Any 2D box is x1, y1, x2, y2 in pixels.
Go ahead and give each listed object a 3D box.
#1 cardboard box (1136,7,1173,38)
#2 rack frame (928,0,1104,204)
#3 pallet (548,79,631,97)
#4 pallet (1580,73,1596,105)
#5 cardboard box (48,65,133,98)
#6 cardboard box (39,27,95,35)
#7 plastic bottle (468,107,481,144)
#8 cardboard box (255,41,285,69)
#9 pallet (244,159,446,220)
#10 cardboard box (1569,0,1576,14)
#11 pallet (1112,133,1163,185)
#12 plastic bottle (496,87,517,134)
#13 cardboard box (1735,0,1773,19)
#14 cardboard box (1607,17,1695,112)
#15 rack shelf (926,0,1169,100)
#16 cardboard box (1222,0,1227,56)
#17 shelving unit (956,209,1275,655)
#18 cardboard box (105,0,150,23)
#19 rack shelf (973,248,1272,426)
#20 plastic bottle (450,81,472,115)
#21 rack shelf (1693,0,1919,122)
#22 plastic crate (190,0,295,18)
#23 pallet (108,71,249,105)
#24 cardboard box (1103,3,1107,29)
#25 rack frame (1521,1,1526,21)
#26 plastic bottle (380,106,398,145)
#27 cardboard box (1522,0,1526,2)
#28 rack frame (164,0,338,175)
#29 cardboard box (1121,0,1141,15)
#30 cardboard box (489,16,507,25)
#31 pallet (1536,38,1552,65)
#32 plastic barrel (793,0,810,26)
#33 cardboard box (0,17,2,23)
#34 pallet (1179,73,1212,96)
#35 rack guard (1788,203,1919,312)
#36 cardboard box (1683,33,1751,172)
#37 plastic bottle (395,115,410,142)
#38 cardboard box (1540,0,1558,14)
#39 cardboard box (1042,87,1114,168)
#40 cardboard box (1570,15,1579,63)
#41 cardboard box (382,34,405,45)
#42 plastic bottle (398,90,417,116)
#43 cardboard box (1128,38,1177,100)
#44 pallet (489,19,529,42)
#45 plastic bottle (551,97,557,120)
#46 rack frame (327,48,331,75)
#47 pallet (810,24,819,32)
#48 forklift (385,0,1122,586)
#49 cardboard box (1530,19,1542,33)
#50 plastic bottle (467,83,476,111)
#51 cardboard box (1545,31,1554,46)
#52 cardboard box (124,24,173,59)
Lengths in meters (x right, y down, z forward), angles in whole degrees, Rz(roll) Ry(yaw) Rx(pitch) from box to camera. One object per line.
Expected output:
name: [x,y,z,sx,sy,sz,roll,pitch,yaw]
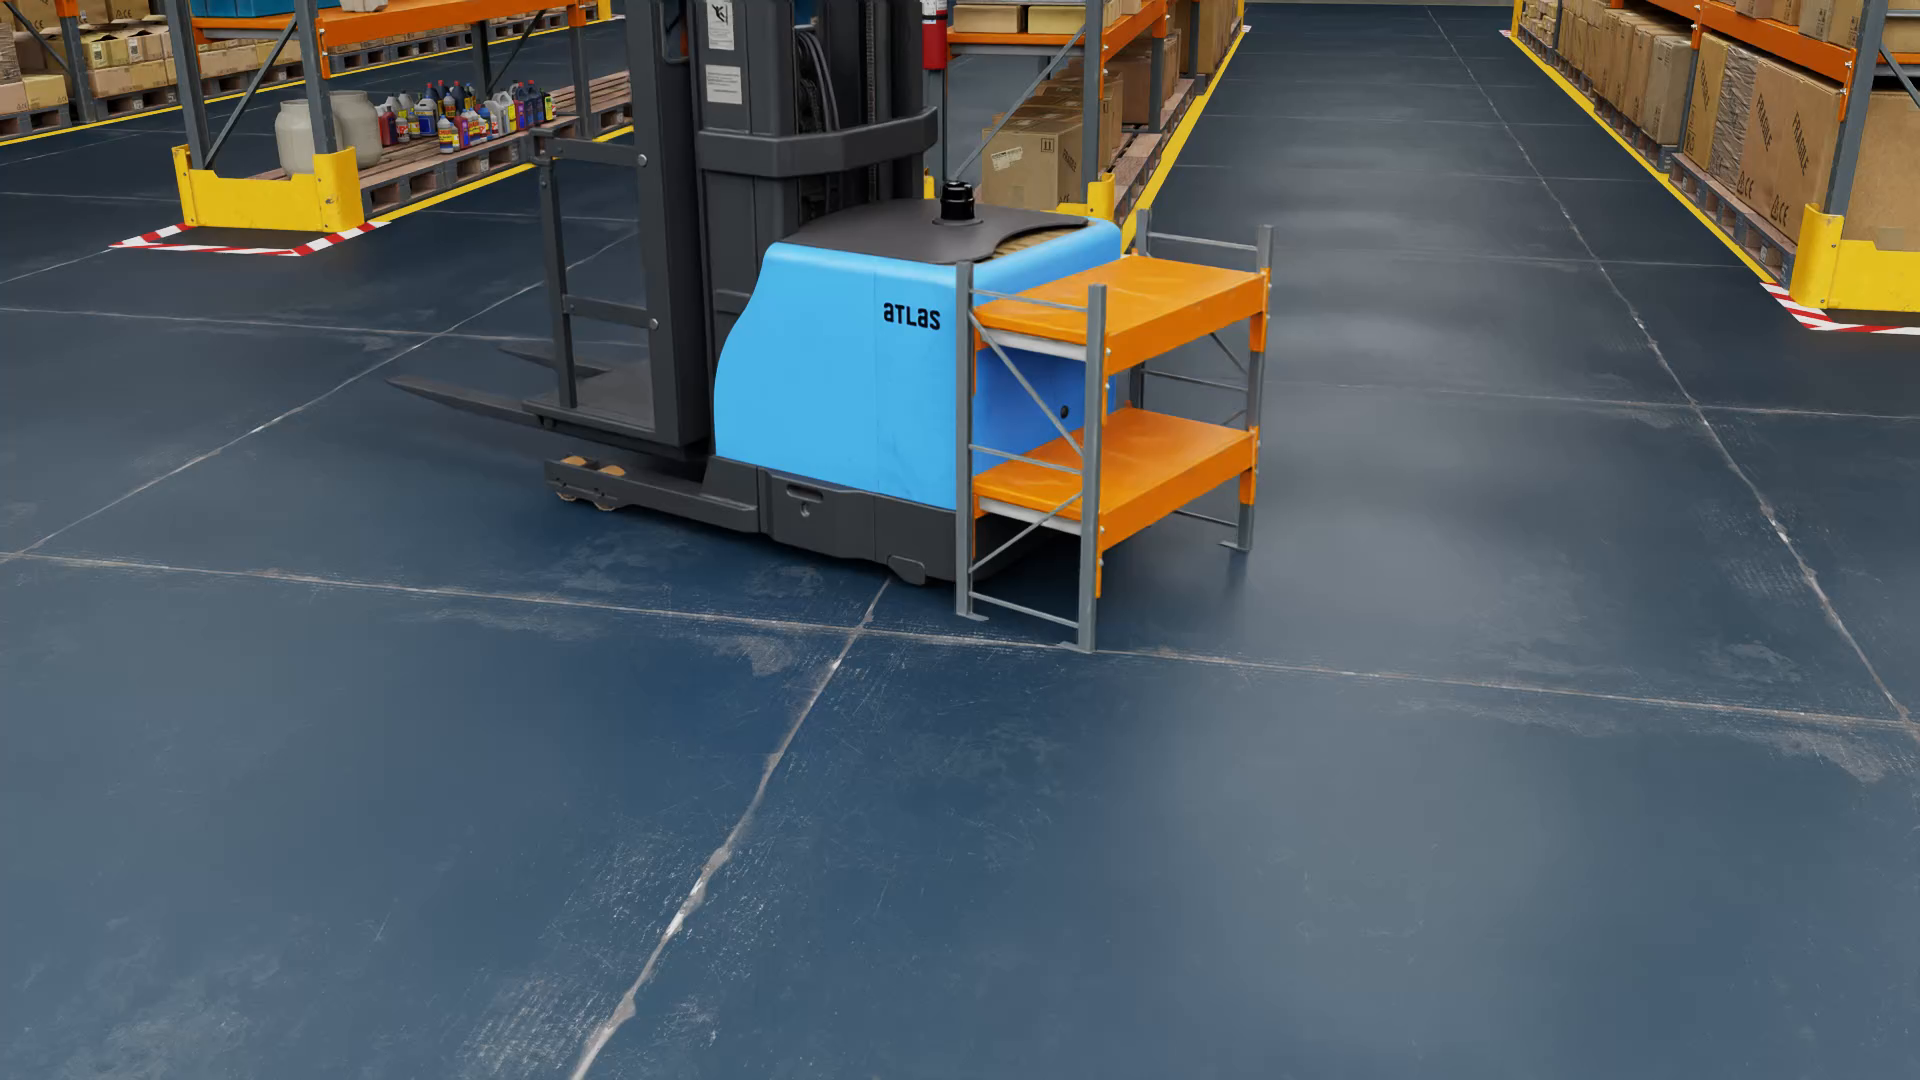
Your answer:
cardboard box: [1.742,-4.963,15.916,0.500,0.250,0.500,7,23,17]
rack frame: [0.316,-3.087,9.504,1.000,3.000,0.127,4,22,11]
pallet: [-3.348,-4.372,16.426,1.003,0.211,1.213,4,22,11]
pallet: [6.944,-4.590,16.968,1.003,0.211,1.213,4,22,11]
cardboard box: [-8.241,-4.355,15.769,0.500,0.250,0.500,4,22,10]
cardboard box: [-8.663,-4.847,16.241,0.500,0.311,0.500,5,22,12]
plastic bottle: [-3.768,-3.205,12.858,0.097,0.271,0.097,0,22,0]
cardboard box: [-7.719,-5.289,18.090,0.500,0.250,0.500,4,22,10]
pallet: [-4.393,-2.499,11.777,1.003,0.211,1.213,4,22,11]
cardboard box: [7.083,-5.999,18.514,0.500,0.250,0.500,5,22,12]
pallet: [1.029,-3.008,13.041,1.003,0.211,1.213,4,22,11]
plastic bottle: [-3.671,-3.457,13.379,0.144,0.351,0.185,4,22,11]
cardboard box: [5.588,-3.677,10.769,0.875,0.550,0.550,4,22,11]
cardboard box: [6.396,-4.213,14.749,1.050,0.750,0.750,5,22,12]
rack shelf: [0.724,-3.485,11.454,1.077,0.370,4.000,4,22,11]
cardboard box: [2.472,-6.123,19.323,1.225,0.875,0.875,4,22,9]
shelving unit: [0.501,-0.387,5.310,0.538,1.125,1.048,16,27,34]
cardboard box: [-11.789,-7.559,22.922,0.750,0.750,0.750,5,22,12]
rack shelf: [0.501,-0.659,5.201,0.538,0.278,1.000,16,27,34]
plastic bottle: [-4.147,-3.628,13.805,0.144,0.351,0.185,4,22,11]
rack shelf: [5.559,-3.070,10.424,1.077,0.370,4.000,4,22,11]
plastic crate: [-4.724,-3.602,10.980,0.499,0.251,0.616,4,22,11]
pallet: [-8.207,-4.733,17.323,1.003,0.211,1.213,4,22,11]
cardboard box: [0.677,-3.147,9.988,0.380,0.149,0.250,4,22,11]
rack frame: [8.415,-8.524,23.003,1.000,3.000,0.127,4,22,11]
plastic bottle: [-4.405,-3.196,12.821,0.061,0.283,0.133,4,22,11]
cardboard box: [7.976,-7.506,22.934,0.380,0.149,0.250,3,22,8]
rack frame: [-4.533,-3.465,10.441,1.000,3.000,0.127,4,22,11]
cardboard box: [1.008,-3.598,11.108,0.380,0.149,0.250,4,22,11]
cardboard box: [-6.636,-7.326,23.040,0.500,0.311,0.500,4,22,11]
pallet: [7.702,-6.016,20.508,1.003,0.211,1.213,4,22,11]
plastic barrel: [-2.212,-6.877,21.161,0.600,0.901,0.708,4,22,11]
cardboard box: [-8.967,-4.428,14.948,0.500,0.500,0.500,4,22,11]
pallet: [2.183,-5.002,17.991,1.003,0.211,1.213,4,22,11]
rack guard: [5.146,-1.504,8.918,1.175,0.500,0.348,4,22,11]
cardboard box: [5.770,-3.120,11.866,0.875,0.875,0.875,5,22,12]
plastic bottle: [-4.355,-3.214,12.976,0.097,0.201,0.097,0,22,0]
cardboard box: [7.568,-6.742,21.037,0.380,0.149,0.250,3,22,8]
cardboard box: [0.852,-2.999,12.069,0.500,0.500,0.500,2,22,6]
cardboard box: [6.989,-5.460,18.179,0.500,0.500,0.500,5,22,12]
cardboard box: [-7.168,-6.334,20.322,0.500,0.500,0.500,4,22,10]
plastic bottle: [-4.413,-3.415,13.275,0.144,0.351,0.185,4,22,10]
cardboard box: [1.621,-4.399,15.519,0.700,0.500,0.500,6,23,15]
pallet: [-6.792,-7.190,23.424,1.003,0.211,1.213,4,22,11]
plastic bottle: [-3.486,-3.677,14.126,0.097,0.201,0.097,0,22,0]
rack frame: [-7.749,-6.770,18.647,1.000,3.000,0.127,4,22,11]
pallet: [-1.973,-6.832,22.534,1.003,0.211,1.213,4,22,11]
forklift: [-0.944,-1.615,5.939,3.031,2.935,1.130,14,26,30]
cardboard box: [7.724,-6.765,21.891,0.380,0.149,0.250,3,22,8]
plastic bottle: [-4.211,-3.783,14.295,0.097,0.271,0.097,0,22,0]
cardboard box: [7.346,-6.103,20.245,0.380,0.149,0.250,5,22,12]
cardboard box: [-8.026,-4.990,16.597,0.500,0.311,0.500,4,22,9]
